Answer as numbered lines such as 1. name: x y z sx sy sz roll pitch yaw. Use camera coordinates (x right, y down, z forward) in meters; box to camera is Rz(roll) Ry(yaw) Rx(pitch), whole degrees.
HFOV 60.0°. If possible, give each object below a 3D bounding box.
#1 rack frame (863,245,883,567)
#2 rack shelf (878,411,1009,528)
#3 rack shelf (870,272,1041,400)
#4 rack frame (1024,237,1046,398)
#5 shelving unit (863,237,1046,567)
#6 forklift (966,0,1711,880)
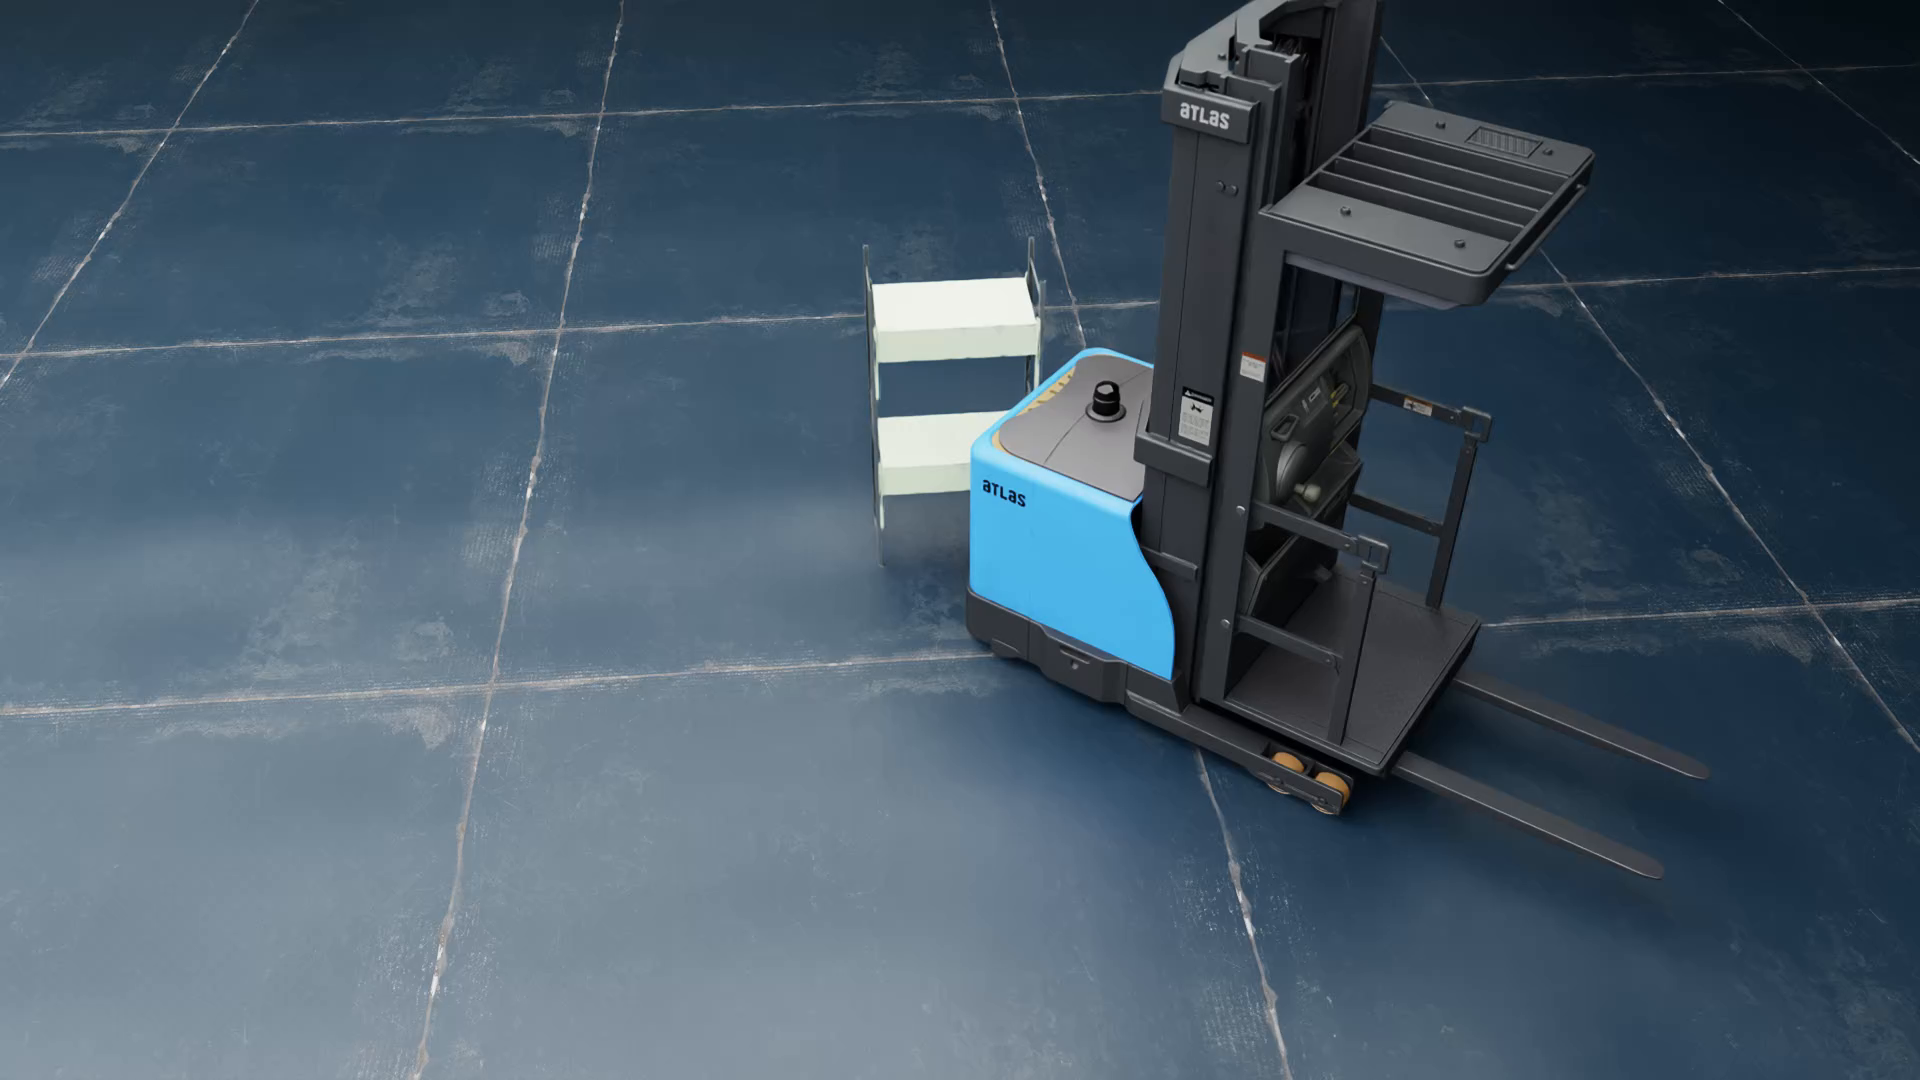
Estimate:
1. rack frame: -0.395 -0.582 7.599 0.023 1.500 0.400 -3 38 -4
2. rack shelf: -0.031 -0.348 7.828 0.720 0.370 0.431 -3 38 -4
3. rack shelf: -0.031 -0.910 7.384 0.720 0.370 0.431 -3 38 -4
4. rack frame: 0.334 -0.625 7.653 0.023 1.500 0.400 -3 38 -4
5. shelving unit: -0.031 -0.604 7.626 0.755 1.500 0.431 -3 38 -4
6. forklift: 1.529 -0.428 6.248 3.031 2.935 1.130 23 44 27
